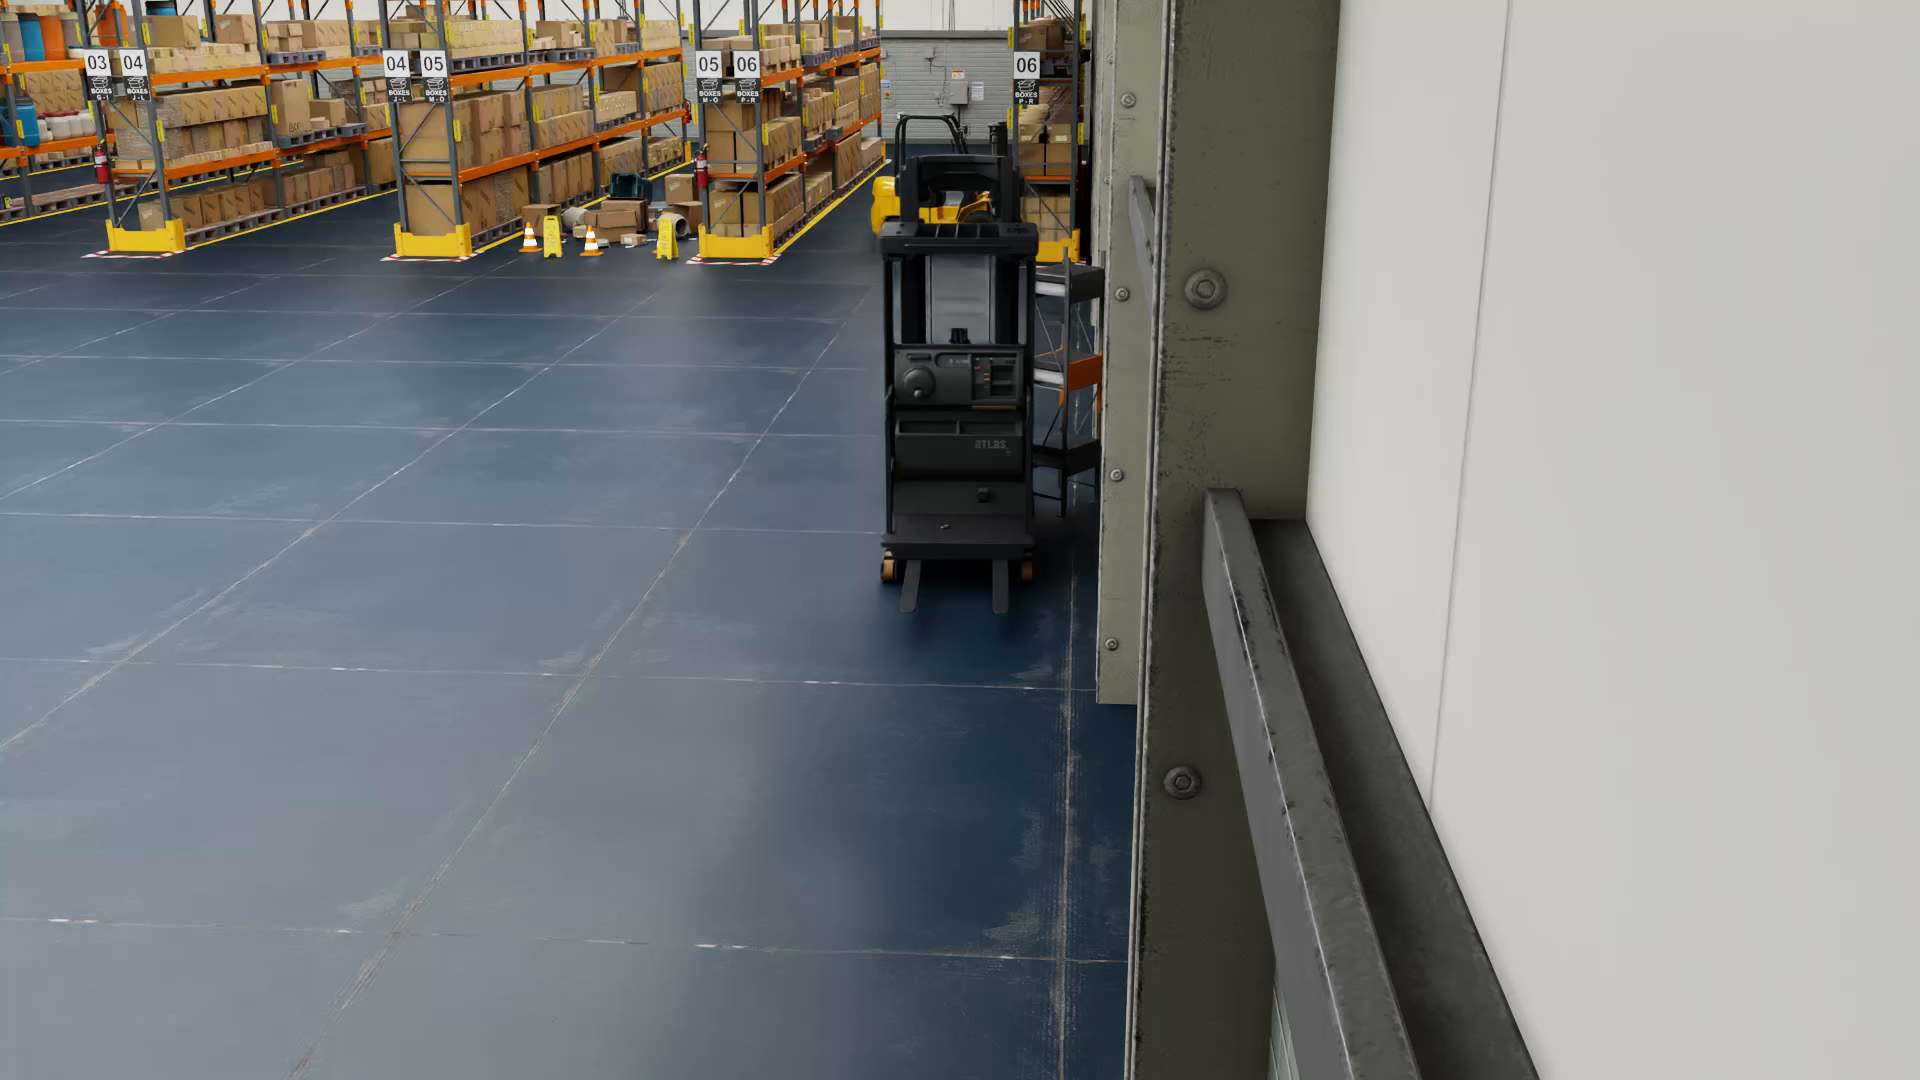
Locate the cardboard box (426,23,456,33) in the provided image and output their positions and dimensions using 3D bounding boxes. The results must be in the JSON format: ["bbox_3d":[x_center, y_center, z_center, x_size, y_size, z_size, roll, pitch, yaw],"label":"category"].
[{"bbox_3d":[-8.229,-8.119,26.355,0.380,0.149,0.250,1,18,5],"label":"cardboard box"}]

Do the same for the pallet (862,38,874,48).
[{"bbox_3d":[-2.607,-11.754,39.301,1.003,0.211,1.213,1,18,4],"label":"pallet"}]

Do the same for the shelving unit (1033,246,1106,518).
[{"bbox_3d":[0.844,-1.276,13.444,0.431,2.100,0.503,14,23,36],"label":"shelving unit"}]

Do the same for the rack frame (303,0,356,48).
[{"bbox_3d":[-12.937,-11.568,33.776,1.000,3.000,0.127,1,18,4],"label":"rack frame"}]

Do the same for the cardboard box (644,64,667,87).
[{"bbox_3d":[-7.308,-11.093,39.716,0.500,0.500,0.500,1,18,2],"label":"cardboard box"}]

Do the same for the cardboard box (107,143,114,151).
[{"bbox_3d":[-22.037,-10.271,42.760,0.500,0.500,0.500,1,18,4],"label":"cardboard box"}]

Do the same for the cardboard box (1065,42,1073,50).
[{"bbox_3d":[1.868,-8.957,30.191,0.380,0.149,0.250,1,18,4],"label":"cardboard box"}]

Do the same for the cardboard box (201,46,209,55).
[{"bbox_3d":[-13.156,-8.420,28.586,0.380,0.149,0.250,1,18,2],"label":"cardboard box"}]

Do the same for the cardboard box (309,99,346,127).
[{"bbox_3d":[-12.876,-8.620,33.579,0.700,0.500,0.500,4,19,12],"label":"cardboard box"}]

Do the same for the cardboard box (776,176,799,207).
[{"bbox_3d":[-3.149,-6.156,29.429,0.500,0.500,0.500,2,18,5],"label":"cardboard box"}]

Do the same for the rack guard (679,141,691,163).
[{"bbox_3d":[-7.429,-9.849,42.177,1.175,0.500,0.348,1,18,4],"label":"rack guard"}]

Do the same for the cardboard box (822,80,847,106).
[{"bbox_3d":[-2.695,-9.481,35.275,0.500,0.500,0.500,2,18,5],"label":"cardboard box"}]

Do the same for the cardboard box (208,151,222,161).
[{"bbox_3d":[-13.048,-6.660,28.836,0.380,0.149,0.250,1,18,4],"label":"cardboard box"}]

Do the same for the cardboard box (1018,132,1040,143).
[{"bbox_3d":[1.070,-6.372,26.349,0.380,0.149,0.250,2,18,5],"label":"cardboard box"}]

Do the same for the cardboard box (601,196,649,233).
[{"bbox_3d":[-5.967,-5.783,29.544,0.797,0.637,0.503,1,18,4],"label":"cardboard box"}]

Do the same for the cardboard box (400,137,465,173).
[{"bbox_3d":[-8.589,-6.278,27.025,0.875,0.550,0.550,1,18,4],"label":"cardboard box"}]

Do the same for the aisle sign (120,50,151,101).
[{"bbox_3d":[-13.216,-7.442,26.644,0.394,0.787,0.004,1,18,4],"label":"aisle sign"}]

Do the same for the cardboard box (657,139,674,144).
[{"bbox_3d":[-7.258,-9.778,40.897,0.380,0.149,0.250,1,18,2],"label":"cardboard box"}]

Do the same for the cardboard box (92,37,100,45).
[{"bbox_3d":[-22.018,-12.613,42.023,0.500,0.250,0.500,1,18,4],"label":"cardboard box"}]

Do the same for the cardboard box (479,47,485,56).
[{"bbox_3d":[-8.136,-8.135,27.684,0.380,0.149,0.250,1,18,4],"label":"cardboard box"}]

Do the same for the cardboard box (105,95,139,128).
[{"bbox_3d":[-13.718,-7.073,27.448,0.500,0.500,0.500,1,18,4],"label":"cardboard box"}]

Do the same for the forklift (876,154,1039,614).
[{"bbox_3d":[-0.009,-1.181,11.819,1.130,2.935,3.031,0,18,1],"label":"forklift"}]

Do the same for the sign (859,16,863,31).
[{"bbox_3d":[-2.224,-11.550,37.202,0.100,0.325,0.005,1,18,4],"label":"sign"}]

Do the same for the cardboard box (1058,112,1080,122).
[{"bbox_3d":[1.870,-7.297,28.695,0.380,0.149,0.250,1,18,3],"label":"cardboard box"}]

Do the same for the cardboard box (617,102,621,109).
[{"bbox_3d":[-7.633,-9.502,36.355,0.380,0.149,0.250,1,18,4],"label":"cardboard box"}]

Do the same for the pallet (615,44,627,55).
[{"bbox_3d":[-7.932,-10.642,36.069,1.213,0.211,1.003,1,18,4],"label":"pallet"}]

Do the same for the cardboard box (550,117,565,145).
[{"bbox_3d":[-7.904,-7.850,31.902,0.500,0.500,0.500,1,18,4],"label":"cardboard box"}]

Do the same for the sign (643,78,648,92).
[{"bbox_3d":[-7.157,-10.357,37.853,0.100,0.325,0.005,1,18,4],"label":"sign"}]

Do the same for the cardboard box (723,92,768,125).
[{"bbox_3d":[-3.655,-7.309,28.167,0.700,0.500,0.500,1,18,4],"label":"cardboard box"}]

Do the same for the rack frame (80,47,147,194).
[{"bbox_3d":[-17.877,-8.828,35.048,1.000,3.000,0.127,1,18,4],"label":"rack frame"}]

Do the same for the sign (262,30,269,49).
[{"bbox_3d":[-12.682,-9.137,30.342,0.100,0.325,0.005,1,18,4],"label":"sign"}]

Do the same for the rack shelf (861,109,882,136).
[{"bbox_3d":[-2.623,-10.018,39.834,1.077,0.370,4.000,1,18,4],"label":"rack shelf"}]

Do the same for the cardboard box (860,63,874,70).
[{"bbox_3d":[-2.293,-11.457,40.263,0.380,0.149,0.250,2,18,5],"label":"cardboard box"}]

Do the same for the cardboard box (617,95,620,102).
[{"bbox_3d":[-7.639,-9.647,36.320,0.380,0.149,0.250,0,18,1],"label":"cardboard box"}]

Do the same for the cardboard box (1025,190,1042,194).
[{"bbox_3d":[1.078,-5.579,27.267,0.500,0.250,0.500,2,18,5],"label":"cardboard box"}]

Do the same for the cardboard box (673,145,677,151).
[{"bbox_3d":[-7.212,-9.714,41.179,0.380,0.149,0.250,1,18,2],"label":"cardboard box"}]

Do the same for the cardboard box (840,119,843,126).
[{"bbox_3d":[-2.747,-8.731,34.993,0.500,0.250,0.500,1,18,2],"label":"cardboard box"}]

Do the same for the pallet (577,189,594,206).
[{"bbox_3d":[-8.129,-7.007,33.969,1.003,0.211,1.213,1,18,4],"label":"pallet"}]

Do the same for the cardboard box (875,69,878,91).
[{"bbox_3d":[-2.284,-11.186,40.476,0.500,0.500,0.500,1,18,4],"label":"cardboard box"}]

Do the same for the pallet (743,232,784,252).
[{"bbox_3d":[-3.527,-4.962,27.726,1.003,0.211,1.213,1,18,4],"label":"pallet"}]

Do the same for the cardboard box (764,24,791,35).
[{"bbox_3d":[-3.374,-9.546,31.184,0.500,0.250,0.500,2,18,5],"label":"cardboard box"}]

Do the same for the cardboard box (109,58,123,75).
[{"bbox_3d":[-13.729,-7.742,27.158,0.500,0.250,0.500,2,18,5],"label":"cardboard box"}]

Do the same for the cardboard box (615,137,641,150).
[{"bbox_3d":[-7.512,-8.949,37.552,0.500,0.250,0.500,1,18,2],"label":"cardboard box"}]

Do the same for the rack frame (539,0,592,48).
[{"bbox_3d":[-7.997,-11.426,33.342,1.000,3.000,0.127,1,18,4],"label":"rack frame"}]

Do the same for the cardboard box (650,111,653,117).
[{"bbox_3d":[-7.427,-10.029,39.117,0.380,0.149,0.250,0,18,1],"label":"cardboard box"}]

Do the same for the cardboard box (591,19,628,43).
[{"bbox_3d":[-7.847,-11.375,37.168,0.700,0.500,0.500,1,18,4],"label":"cardboard box"}]

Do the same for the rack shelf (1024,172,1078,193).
[{"bbox_3d":[1.468,-6.181,28.126,1.077,0.370,4.000,1,18,4],"label":"rack shelf"}]

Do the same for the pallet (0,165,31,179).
[{"bbox_3d":[-22.552,-8.603,38.841,1.003,0.211,1.213,1,18,4],"label":"pallet"}]

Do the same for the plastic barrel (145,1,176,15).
[{"bbox_3d":[-17.560,-11.400,36.600,0.600,0.901,0.708,1,18,4],"label":"plastic barrel"}]

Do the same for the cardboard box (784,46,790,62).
[{"bbox_3d":[-3.189,-8.291,28.356,0.500,0.250,0.500,1,18,3],"label":"cardboard box"}]
